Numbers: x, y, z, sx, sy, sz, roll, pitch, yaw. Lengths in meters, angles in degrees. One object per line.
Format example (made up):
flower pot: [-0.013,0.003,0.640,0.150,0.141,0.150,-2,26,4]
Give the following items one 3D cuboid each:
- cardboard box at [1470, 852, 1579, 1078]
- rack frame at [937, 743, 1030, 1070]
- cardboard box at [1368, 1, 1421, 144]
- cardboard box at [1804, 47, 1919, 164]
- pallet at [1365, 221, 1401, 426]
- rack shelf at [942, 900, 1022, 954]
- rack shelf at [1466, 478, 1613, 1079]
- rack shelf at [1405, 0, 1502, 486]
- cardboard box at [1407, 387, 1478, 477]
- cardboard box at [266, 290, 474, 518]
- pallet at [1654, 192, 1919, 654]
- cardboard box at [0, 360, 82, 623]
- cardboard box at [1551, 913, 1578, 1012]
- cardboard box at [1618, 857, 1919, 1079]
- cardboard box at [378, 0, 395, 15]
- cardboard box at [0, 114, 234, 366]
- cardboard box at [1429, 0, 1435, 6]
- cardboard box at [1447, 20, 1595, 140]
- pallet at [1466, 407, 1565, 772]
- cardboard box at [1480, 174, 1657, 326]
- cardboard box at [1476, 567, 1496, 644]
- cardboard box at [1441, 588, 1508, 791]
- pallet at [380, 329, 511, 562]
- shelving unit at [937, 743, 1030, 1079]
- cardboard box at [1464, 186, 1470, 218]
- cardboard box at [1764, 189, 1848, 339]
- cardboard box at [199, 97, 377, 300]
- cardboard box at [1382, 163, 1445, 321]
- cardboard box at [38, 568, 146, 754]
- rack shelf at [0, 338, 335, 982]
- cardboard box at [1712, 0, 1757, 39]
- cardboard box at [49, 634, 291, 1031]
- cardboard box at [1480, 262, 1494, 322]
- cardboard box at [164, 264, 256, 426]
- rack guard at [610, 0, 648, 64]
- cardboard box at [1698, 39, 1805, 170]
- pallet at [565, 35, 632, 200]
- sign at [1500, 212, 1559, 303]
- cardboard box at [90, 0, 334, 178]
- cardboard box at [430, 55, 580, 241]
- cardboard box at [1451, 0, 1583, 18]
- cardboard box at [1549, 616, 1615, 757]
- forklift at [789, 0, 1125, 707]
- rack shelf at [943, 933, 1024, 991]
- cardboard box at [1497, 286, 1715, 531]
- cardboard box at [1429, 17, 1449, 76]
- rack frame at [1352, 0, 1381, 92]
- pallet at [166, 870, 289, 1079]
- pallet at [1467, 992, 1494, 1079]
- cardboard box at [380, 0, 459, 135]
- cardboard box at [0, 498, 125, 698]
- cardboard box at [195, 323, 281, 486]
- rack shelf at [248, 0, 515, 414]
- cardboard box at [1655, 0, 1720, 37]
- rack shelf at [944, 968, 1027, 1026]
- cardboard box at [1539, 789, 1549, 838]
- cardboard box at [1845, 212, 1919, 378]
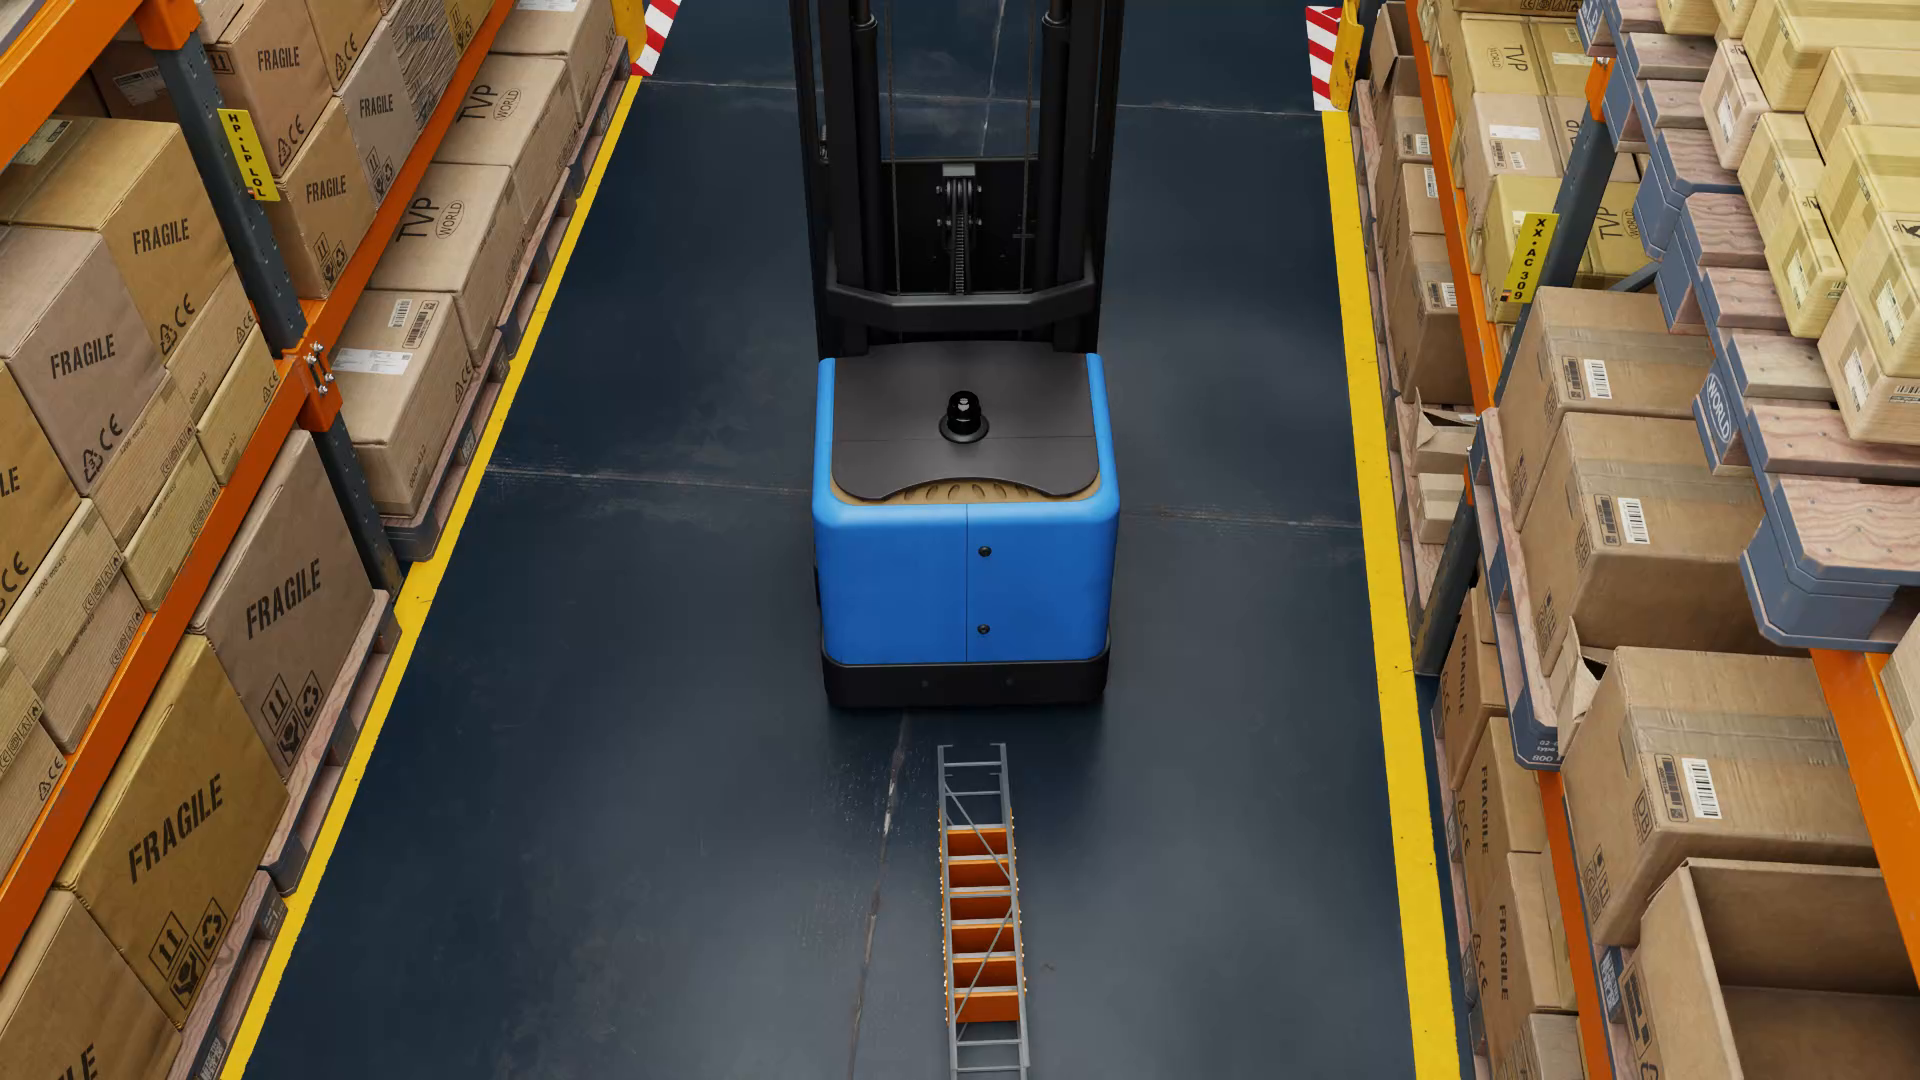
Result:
cardboard box: [1.869,1.292,4.971,0.500,0.500,0.500,3,48,2]
rack frame: [0.067,1.163,5.457,0.240,0.006,1.200,-2,48,-2]
cardboard box: [2.440,-2.304,8.258,0.797,0.503,0.637,2,48,2]
cardboard box: [1.781,-0.755,3.017,0.380,0.149,0.250,4,48,4]
pallet: [2.398,-0.971,7.521,1.003,0.211,1.213,4,48,4]
rack shelf: [0.070,1.281,5.473,0.258,0.180,0.103,-2,48,-2]
rack shelf: [2.043,1.204,4.130,1.077,0.370,4.000,4,48,4]
rack shelf: [2.408,-1.736,6.818,1.077,0.370,4.000,4,48,4]
cardboard box: [2.016,-0.419,6.695,0.396,0.266,0.258,5,48,5]
cardboard box: [-2.554,-0.571,6.717,0.875,0.438,0.875,3,48,3]
pallet: [2.005,-0.221,3.040,1.213,0.211,1.003,4,48,4]
cardboard box: [-2.614,-0.114,4.102,0.500,0.500,0.500,5,48,5]
cardboard box: [1.871,1.184,4.630,0.380,0.149,0.250,5,48,5]
cardboard box: [1.826,1.042,3.435,0.797,0.503,0.637,3,48,3]
cardboard box: [-2.323,-2.291,6.093,0.500,0.500,0.500,5,48,4]
cardboard box: [-2.508,-0.866,4.790,0.500,0.500,0.500,5,48,5]
cardboard box: [2.192,-2.439,6.874,0.500,0.250,0.500,3,48,3]
cardboard box: [2.119,-1.684,6.183,0.500,0.250,0.500,4,48,3]
pallet: [2.044,0.136,4.749,1.003,0.211,1.213,4,48,4]
cardboard box: [2.029,-0.949,5.511,0.500,0.250,0.500,5,48,5]
cardboard box: [1.928,0.220,5.512,0.380,0.149,0.250,6,48,5]
cardboard box: [1.958,0.534,5.665,0.500,0.500,0.500,6,48,5]
pallet: [-2.570,-0.452,7.046,1.003,0.211,1.213,4,48,4]
shelving unit: [0.067,1.225,5.524,0.258,0.189,1.200,-2,48,-2]
cardboard box: [2.056,-1.252,6.058,0.380,0.149,0.250,5,48,5]
cardboard box: [1.680,-0.482,2.969,0.380,0.149,0.250,5,48,4]
cardboard box: [-2.414,-1.201,5.774,0.500,0.500,0.500,5,48,5]
cardboard box: [2.176,-1.296,7.338,0.500,0.500,0.500,5,48,4]
cardboard box: [-2.620,0.301,4.569,0.500,0.250,0.500,3,48,2]
rack shelf: [-2.900,0.873,4.432,1.077,0.370,4.000,4,48,4]
cardboard box: [1.743,-1.138,3.367,0.380,0.149,0.250,3,48,3]
cardboard box: [-2.769,0.861,5.111,0.875,0.875,0.875,5,48,5]
cardboard box: [2.005,-0.868,5.707,0.380,0.149,0.250,5,48,5]
cardboard box: [-2.516,-0.618,5.071,0.500,0.250,0.500,4,48,3]
rack guard: [-2.351,-2.953,9.138,1.175,0.500,0.348,4,48,4]
cardboard box: [1.711,-0.858,3.313,0.380,0.149,0.250,4,48,4]
pallet: [-2.348,-2.245,8.686,1.003,0.211,1.213,4,48,4]
sign: [1.685,-0.832,4.917,0.100,0.325,0.005,4,48,4]
cardboard box: [-2.433,-1.545,5.411,0.500,0.500,0.500,4,48,4]
cardboard box: [-2.389,-1.891,7.925,0.875,0.438,0.875,5,48,5]
cardboard box: [2.144,-2.333,6.269,0.500,0.500,0.500,5,48,5]
cardboard box: [1.717,0.390,4.193,0.396,0.266,0.258,6,48,5]
forklift: [-0.017,-1.450,6.116,1.130,2.935,3.031,-1,48,-1]
rack shelf: [0.075,1.369,5.392,0.258,0.180,0.103,-2,48,-2]
cardboard box: [1.959,-0.344,4.705,0.700,0.500,0.500,5,48,5]
cardboard box: [2.116,-2.002,6.744,0.380,0.149,0.250,5,48,4]
rack frame: [2.590,-3.448,7.897,1.000,3.000,0.127,4,48,4]
pallet: [-2.822,1.572,5.195,1.003,0.211,1.213,4,48,4]
pallet: [2.081,1.932,4.866,1.003,0.211,1.213,4,48,4]
cardboard box: [-2.313,-1.935,6.445,0.500,0.500,0.500,4,48,4]
cardboard box: [-2.595,0.131,4.386,0.500,0.250,0.500,5,48,4]
cardboard box: [-2.508,-0.443,5.250,0.500,0.250,0.500,3,48,3]
rack shelf: [-2.535,-2.067,7.121,1.077,0.370,4.000,4,48,4]
cardboard box: [1.744,-1.231,3.654,0.380,0.149,0.250,4,48,4]
rack shelf: [0.081,1.458,5.312,0.258,0.180,0.103,-2,48,-2]
cardboard box: [1.956,0.820,4.963,0.380,0.149,0.250,3,48,3]
cardboard box: [1.680,-0.387,2.680,0.380,0.149,0.250,4,48,4]
